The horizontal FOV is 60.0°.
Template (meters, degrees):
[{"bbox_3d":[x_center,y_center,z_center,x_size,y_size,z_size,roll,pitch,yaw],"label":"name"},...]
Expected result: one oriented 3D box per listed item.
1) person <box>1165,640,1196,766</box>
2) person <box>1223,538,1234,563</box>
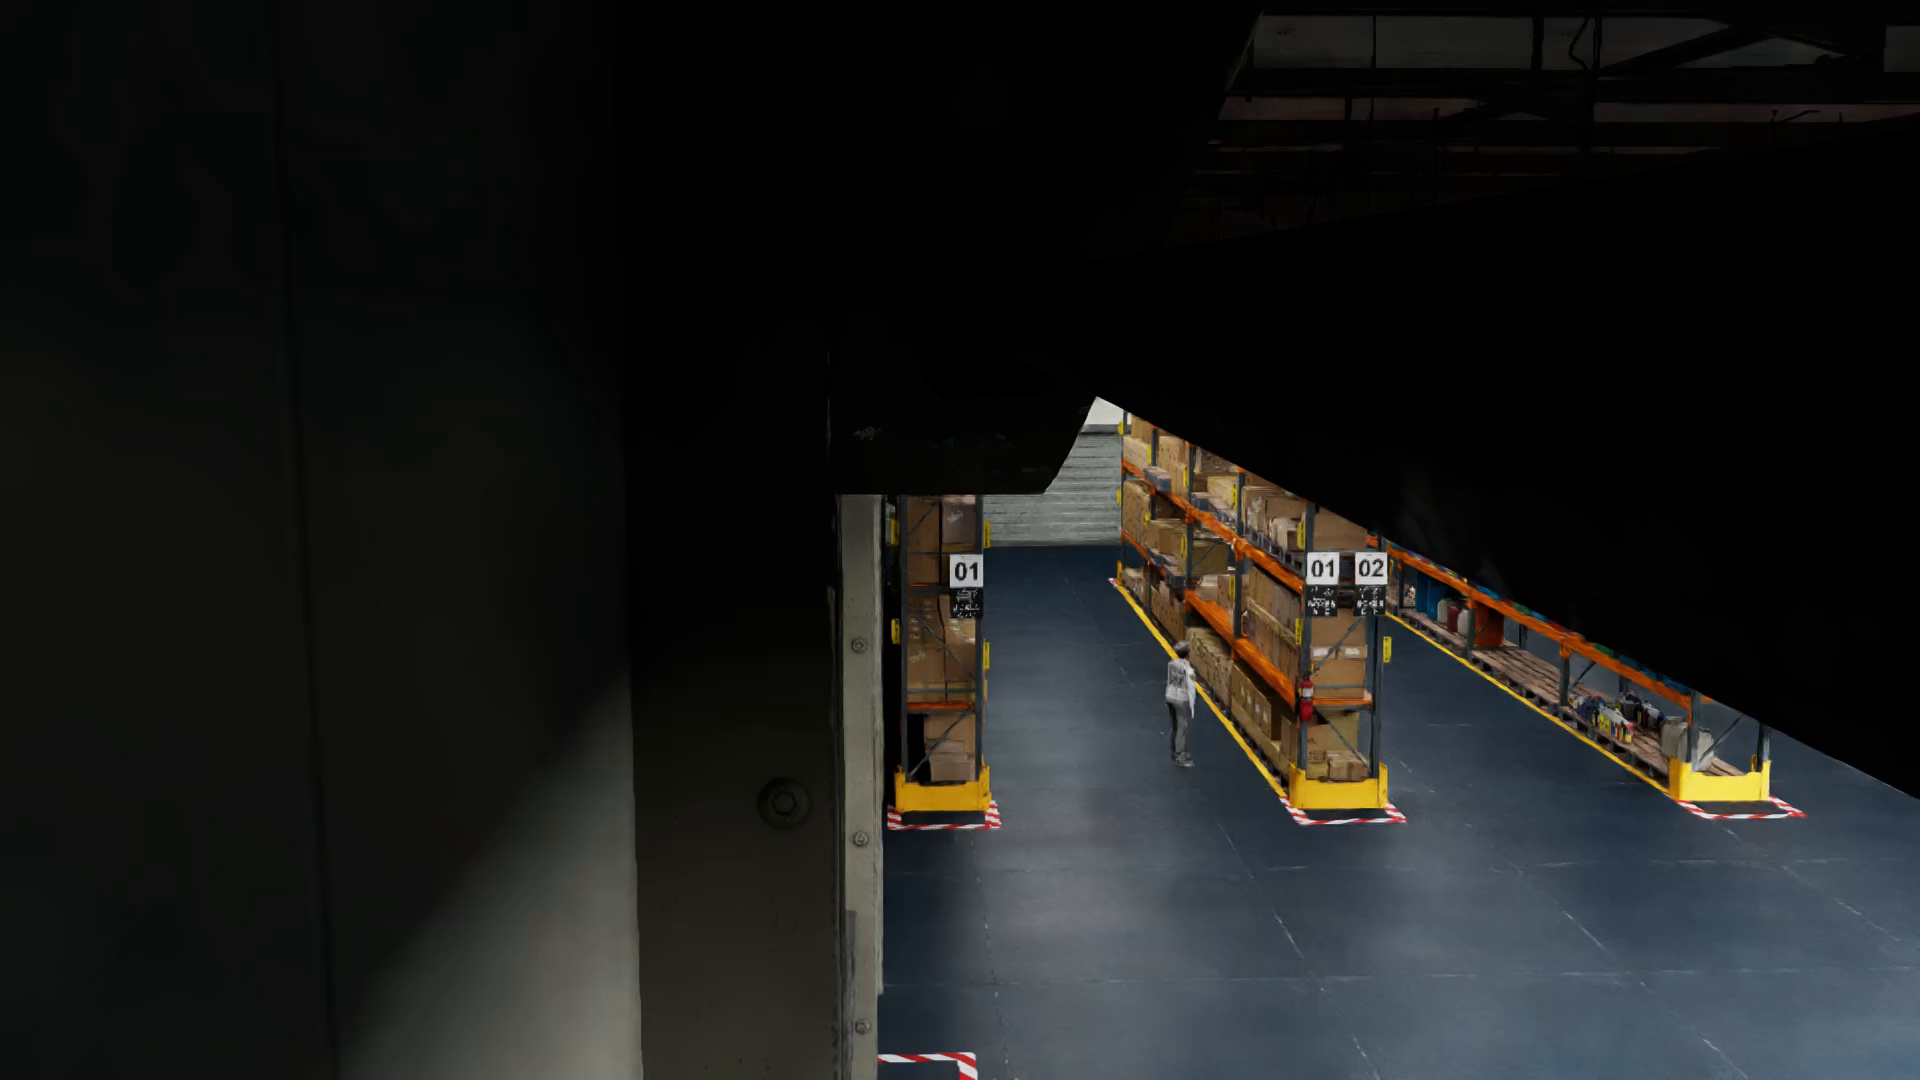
[{"bbox_3d":[3.017,2.186,22.513,0.469,1.688,0.604,-5,10,-32],"label":"person"},{"bbox_3d":[5.650,0.287,35.896,0.560,1.527,0.820,-1,8,-7],"label":"person"}]
